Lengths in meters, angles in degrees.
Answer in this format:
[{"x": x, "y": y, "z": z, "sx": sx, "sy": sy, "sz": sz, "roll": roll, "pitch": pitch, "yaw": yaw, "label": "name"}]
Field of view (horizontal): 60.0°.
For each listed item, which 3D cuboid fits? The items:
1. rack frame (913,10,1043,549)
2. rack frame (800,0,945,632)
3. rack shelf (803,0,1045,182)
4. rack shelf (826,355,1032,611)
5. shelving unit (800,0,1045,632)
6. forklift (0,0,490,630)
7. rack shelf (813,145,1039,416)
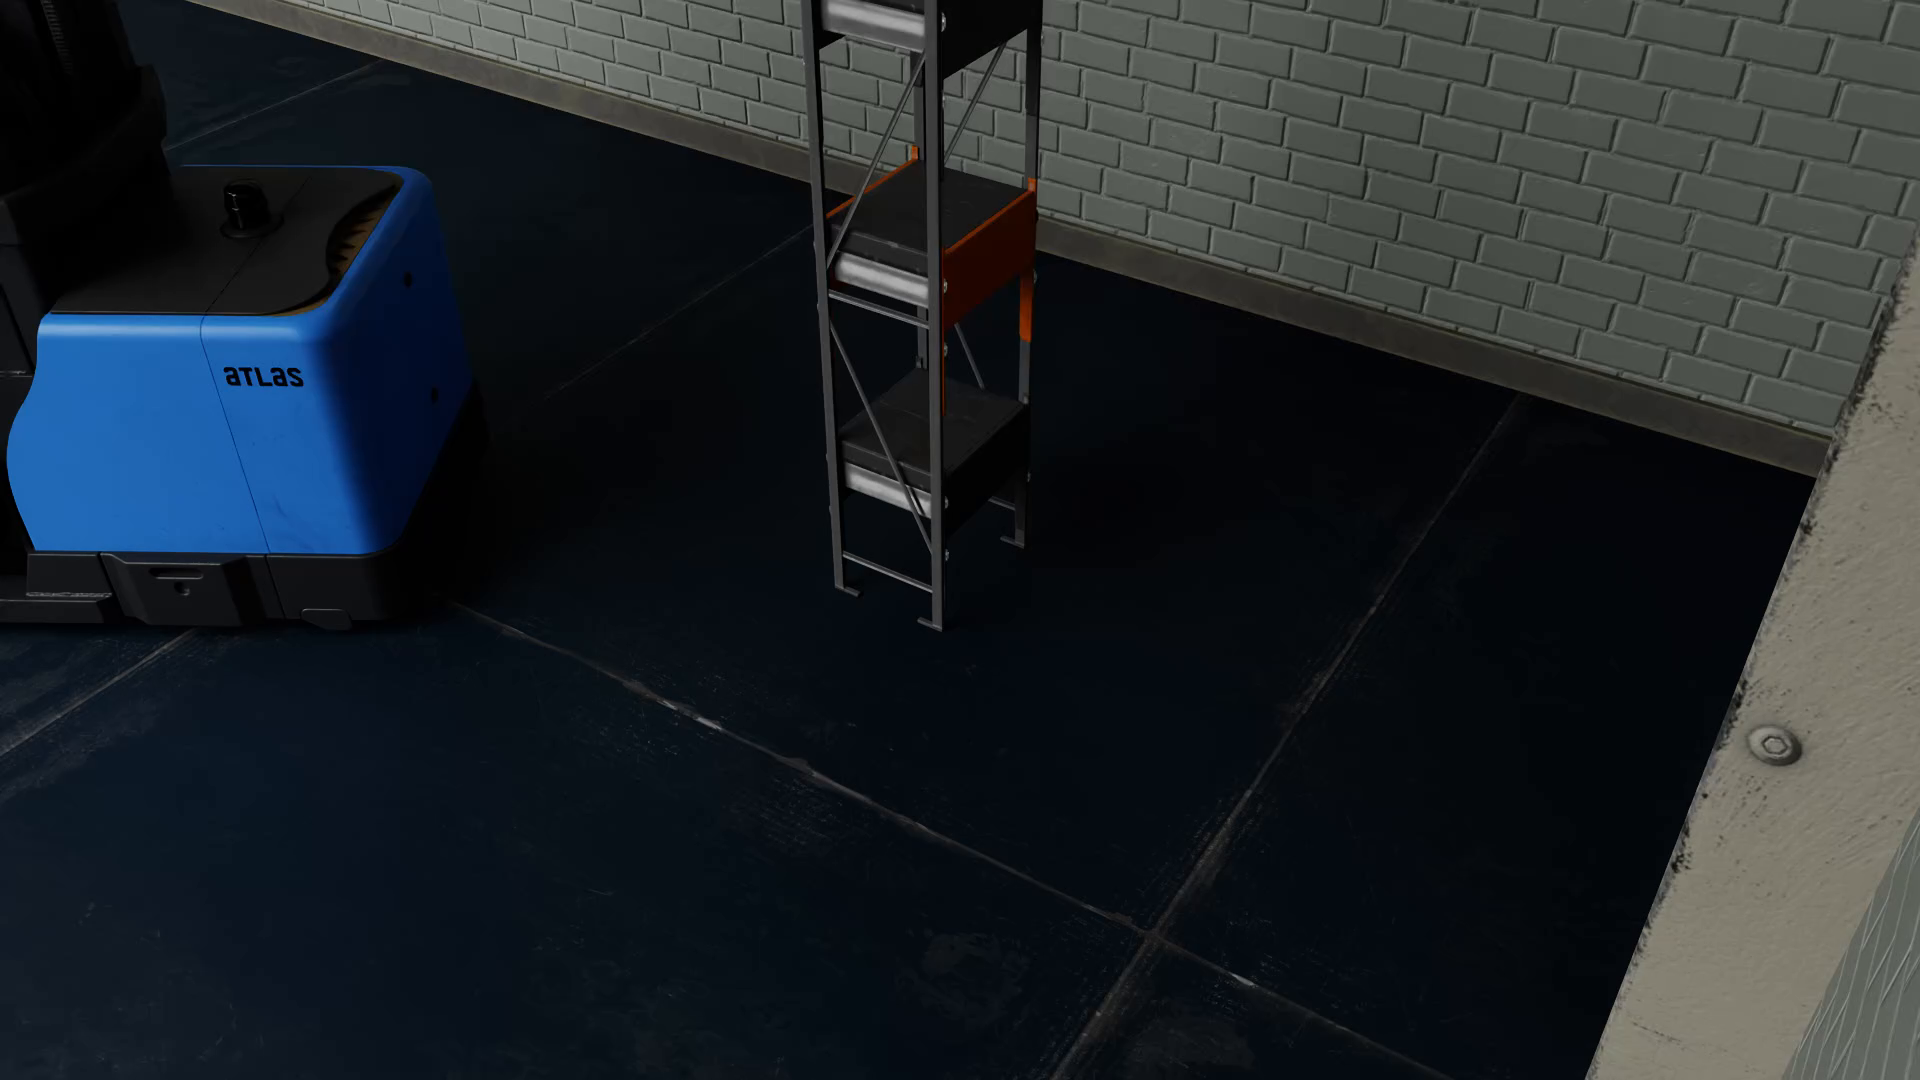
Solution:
[{"x": 0.042, "y": -0.872, "z": 4.825, "sx": 0.400, "sy": 2.100, "sz": 0.015, "roll": 21, "pitch": 42, "yaw": 25, "label": "rack frame"}, {"x": -0.219, "y": -0.620, "z": 4.498, "sx": 0.400, "sy": 2.100, "sz": 0.015, "roll": 21, "pitch": 42, "yaw": 25, "label": "rack frame"}, {"x": -0.089, "y": -1.290, "z": 4.243, "sx": 0.431, "sy": 0.518, "sz": 0.480, "roll": 21, "pitch": 42, "yaw": 25, "label": "rack shelf"}, {"x": -0.089, "y": -0.181, "z": 5.097, "sx": 0.431, "sy": 0.518, "sz": 0.480, "roll": 21, "pitch": 42, "yaw": 25, "label": "rack shelf"}, {"x": -0.089, "y": -0.746, "z": 4.662, "sx": 0.431, "sy": 2.100, "sz": 0.503, "roll": 21, "pitch": 42, "yaw": 25, "label": "shelving unit"}, {"x": -3.146, "y": -1.201, "z": 4.571, "sx": 3.031, "sy": 2.935, "sz": 1.130, "roll": 1, "pitch": 38, "yaw": 1, "label": "forklift"}, {"x": -0.089, "y": -0.735, "z": 4.670, "sx": 0.431, "sy": 0.518, "sz": 0.480, "roll": 21, "pitch": 42, "yaw": 25, "label": "rack shelf"}]
